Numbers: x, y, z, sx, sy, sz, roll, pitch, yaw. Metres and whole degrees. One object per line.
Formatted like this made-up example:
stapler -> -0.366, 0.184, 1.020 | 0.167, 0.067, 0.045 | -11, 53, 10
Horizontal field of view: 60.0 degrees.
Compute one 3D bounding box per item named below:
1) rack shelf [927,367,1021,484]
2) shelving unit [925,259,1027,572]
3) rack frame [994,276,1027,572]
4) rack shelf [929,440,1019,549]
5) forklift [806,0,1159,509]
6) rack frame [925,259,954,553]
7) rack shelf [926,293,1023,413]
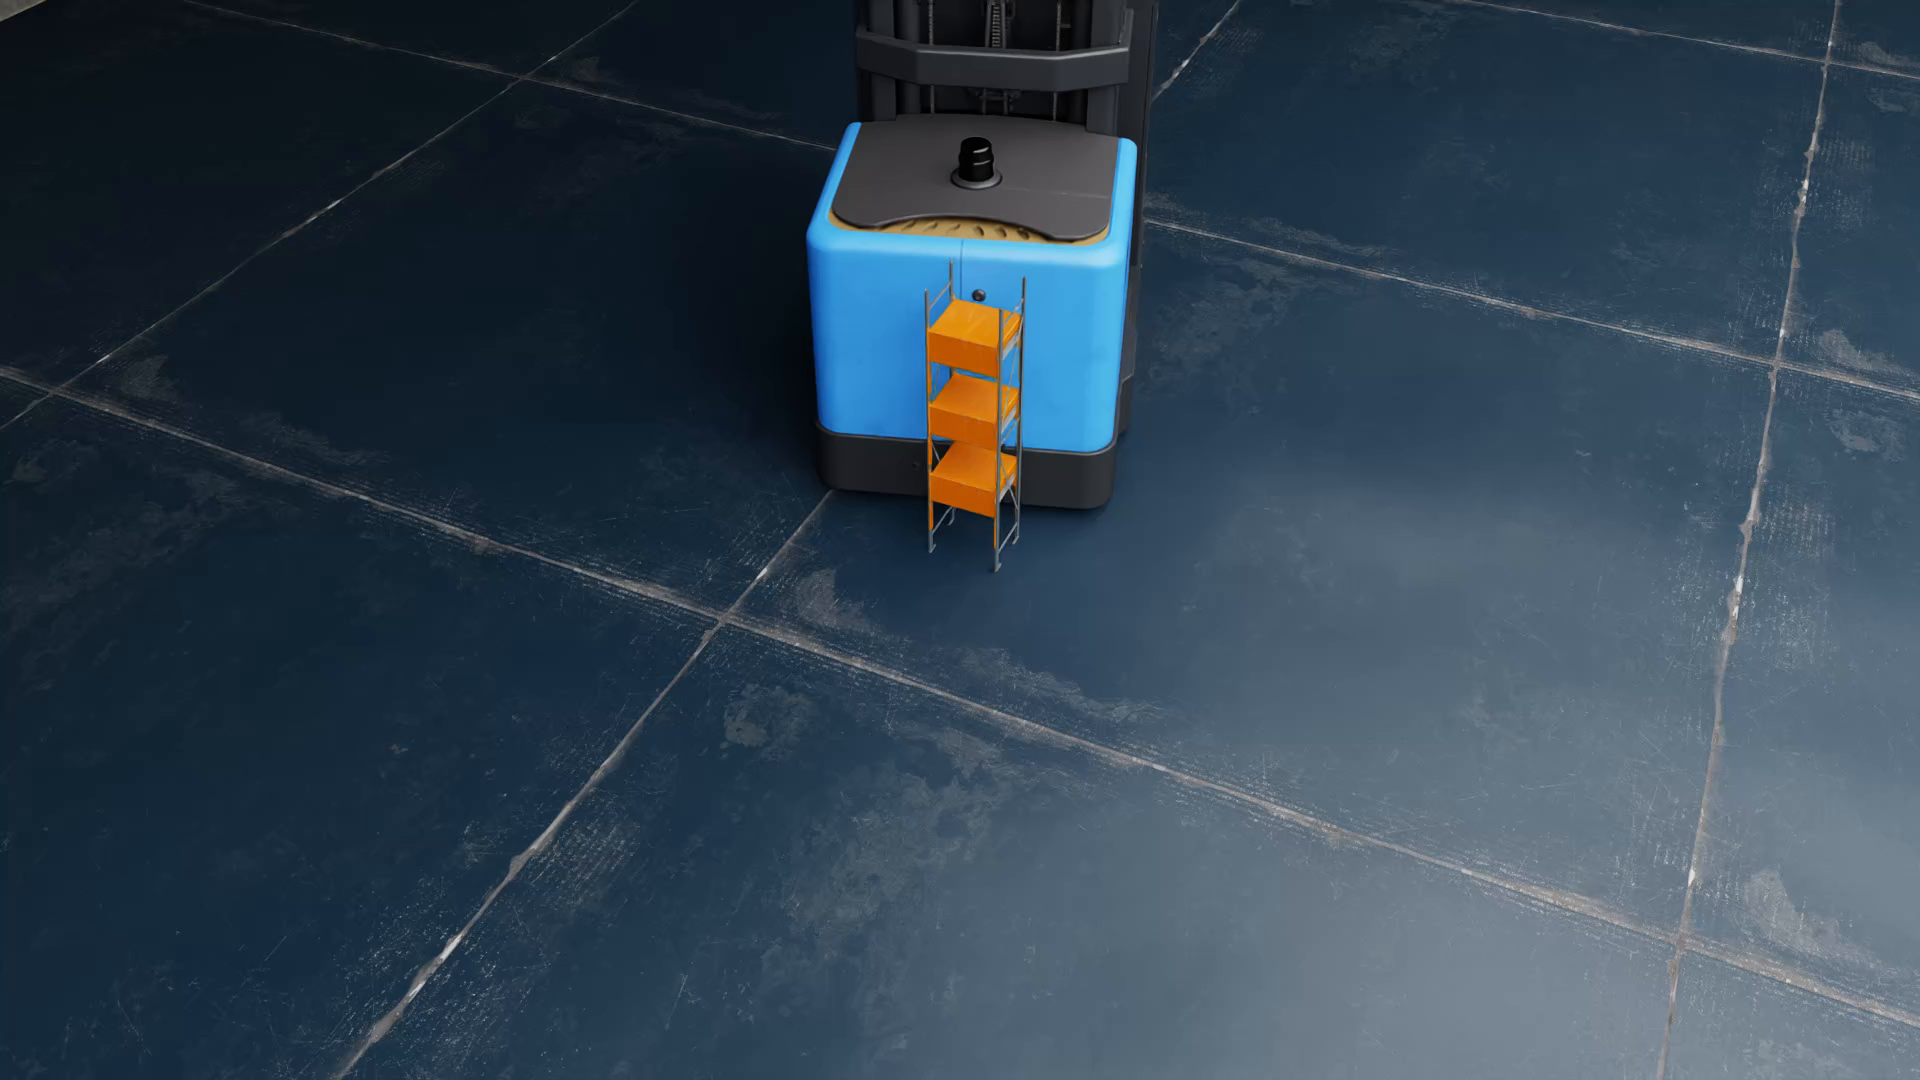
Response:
rack shelf -> 0.048, -0.372, 5.393 | 0.240, 0.259, 0.215 | 16, 43, 18
shelving unit -> 0.048, -0.380, 5.386 | 0.252, 1.050, 0.215 | 16, 43, 18
rack frame -> 0.160, -0.348, 5.349 | 0.008, 1.050, 0.200 | 16, 43, 18
rack shelf -> 0.048, -0.161, 5.575 | 0.240, 0.259, 0.215 | 16, 43, 18
forklift -> 0.194, -2.179, 6.026 | 1.130, 2.935, 3.031 | 5, 41, 6
rack frame -> -0.063, -0.412, 5.423 | 0.008, 1.050, 0.200 | 16, 43, 18
rack shelf -> 0.048, -0.587, 5.208 | 0.240, 0.259, 0.215 | 16, 43, 18
